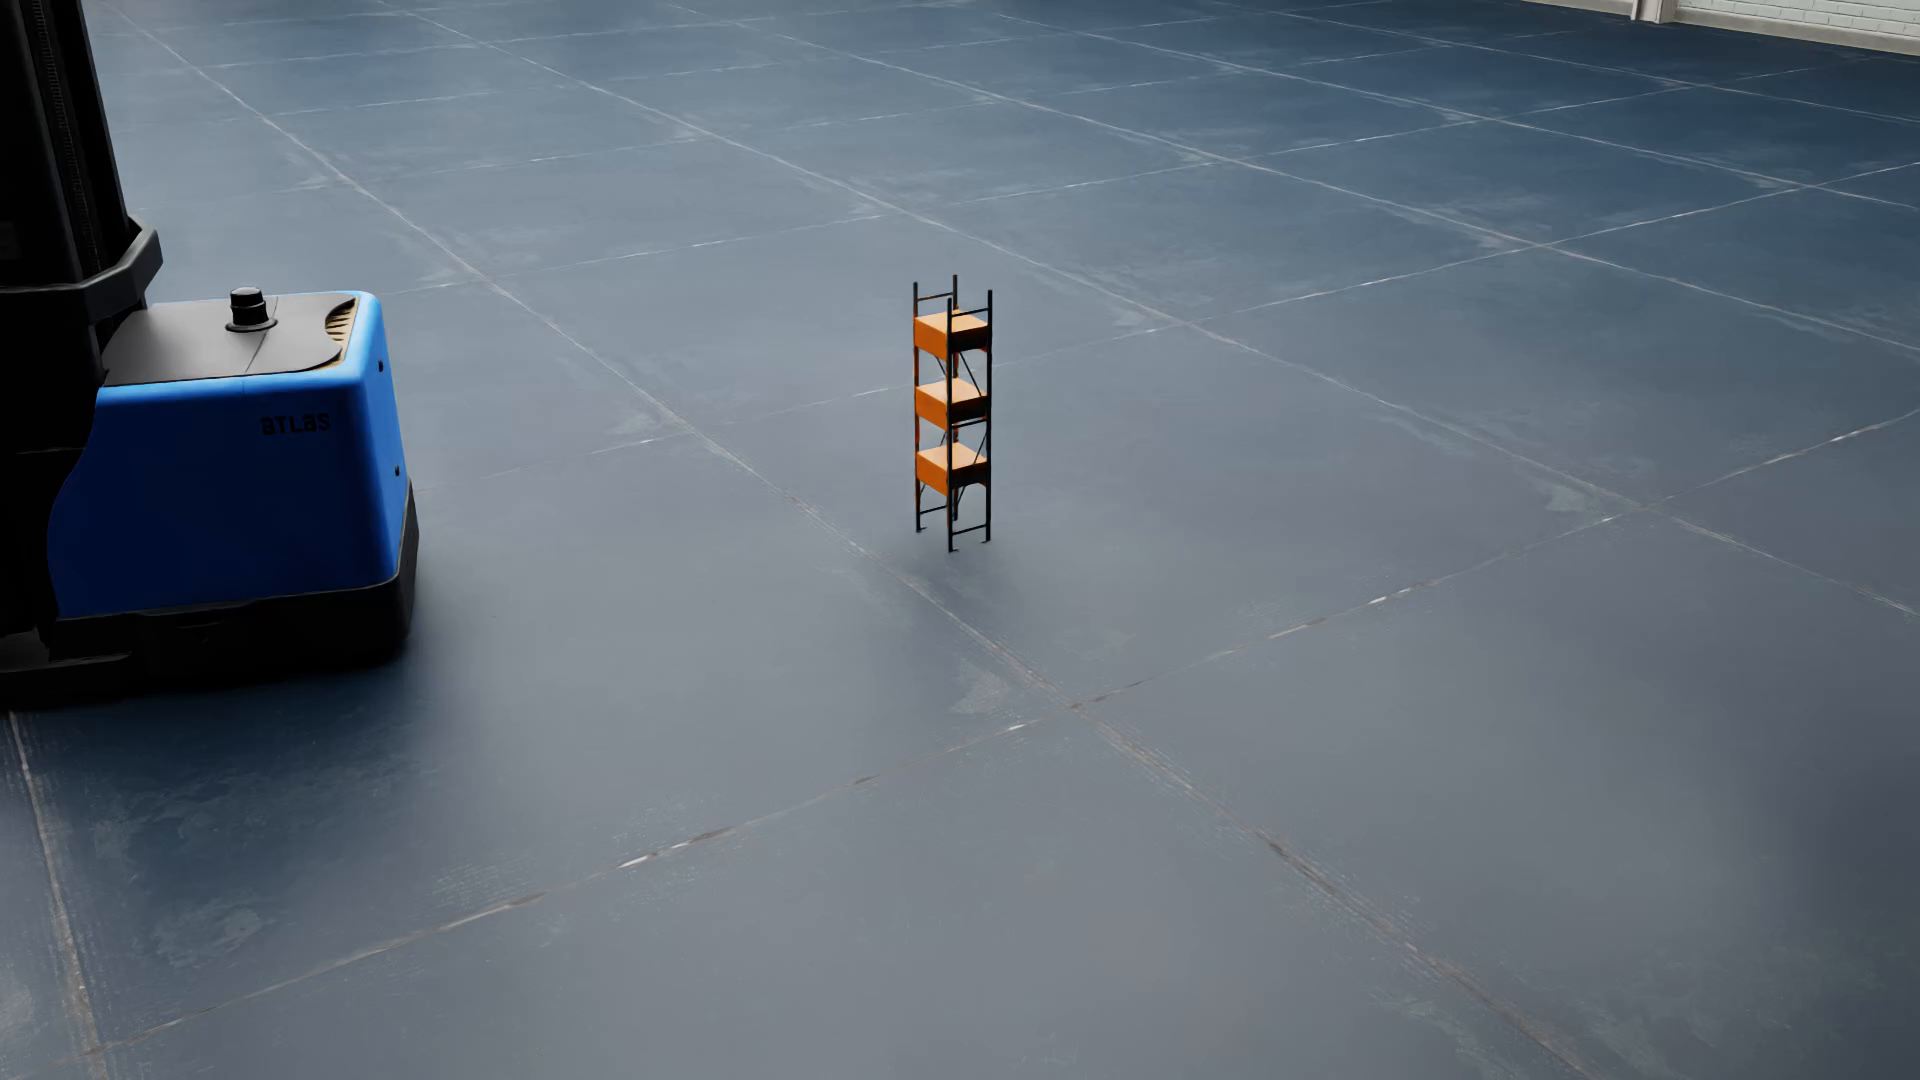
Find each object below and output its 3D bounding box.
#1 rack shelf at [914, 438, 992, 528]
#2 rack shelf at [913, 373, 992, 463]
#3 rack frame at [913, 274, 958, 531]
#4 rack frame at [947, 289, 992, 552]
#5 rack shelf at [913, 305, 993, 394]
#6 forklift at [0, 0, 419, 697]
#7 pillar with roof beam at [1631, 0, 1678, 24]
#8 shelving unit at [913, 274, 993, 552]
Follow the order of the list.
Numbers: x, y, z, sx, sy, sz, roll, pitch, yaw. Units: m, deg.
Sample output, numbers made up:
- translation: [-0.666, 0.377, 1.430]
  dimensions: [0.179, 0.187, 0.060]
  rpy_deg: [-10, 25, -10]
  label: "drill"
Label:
- translation: [-0.029, -0.233, 6.690]
  dimensions: [0.215, 0.259, 0.240]
  rpy_deg: [-16, 29, -30]
  label: "rack shelf"
- translation: [-0.029, -0.484, 6.571]
  dimensions: [0.215, 0.259, 0.240]
  rpy_deg: [-16, 29, -30]
  label: "rack shelf"
- translation: [-0.096, -0.538, 6.659]
  dimensions: [0.200, 1.050, 0.008]
  rpy_deg: [-16, 29, -30]
  label: "rack frame"
- translation: [0.037, -0.450, 6.474]
  dimensions: [0.200, 1.050, 0.008]
  rpy_deg: [-16, 29, -30]
  label: "rack frame"
- translation: [-0.029, -0.741, 6.450]
  dimensions: [0.215, 0.259, 0.240]
  rpy_deg: [-16, 29, -30]
  label: "rack shelf"
- translation: [-3.523, -0.951, 5.331]
  dimensions: [3.031, 2.935, 1.130]
  rpy_deg: [-6, 26, -13]
  label: "forklift"
- translation: [4.704, -9.299, 15.908]
  dimensions: [9.100, 9.000, 0.400]
  rpy_deg: [-16, 29, -30]
  label: "pillar with roof beam"
- translation: [-0.029, -0.494, 6.566]
  dimensions: [0.215, 1.050, 0.252]
  rpy_deg: [-16, 29, -30]
  label: "shelving unit"
